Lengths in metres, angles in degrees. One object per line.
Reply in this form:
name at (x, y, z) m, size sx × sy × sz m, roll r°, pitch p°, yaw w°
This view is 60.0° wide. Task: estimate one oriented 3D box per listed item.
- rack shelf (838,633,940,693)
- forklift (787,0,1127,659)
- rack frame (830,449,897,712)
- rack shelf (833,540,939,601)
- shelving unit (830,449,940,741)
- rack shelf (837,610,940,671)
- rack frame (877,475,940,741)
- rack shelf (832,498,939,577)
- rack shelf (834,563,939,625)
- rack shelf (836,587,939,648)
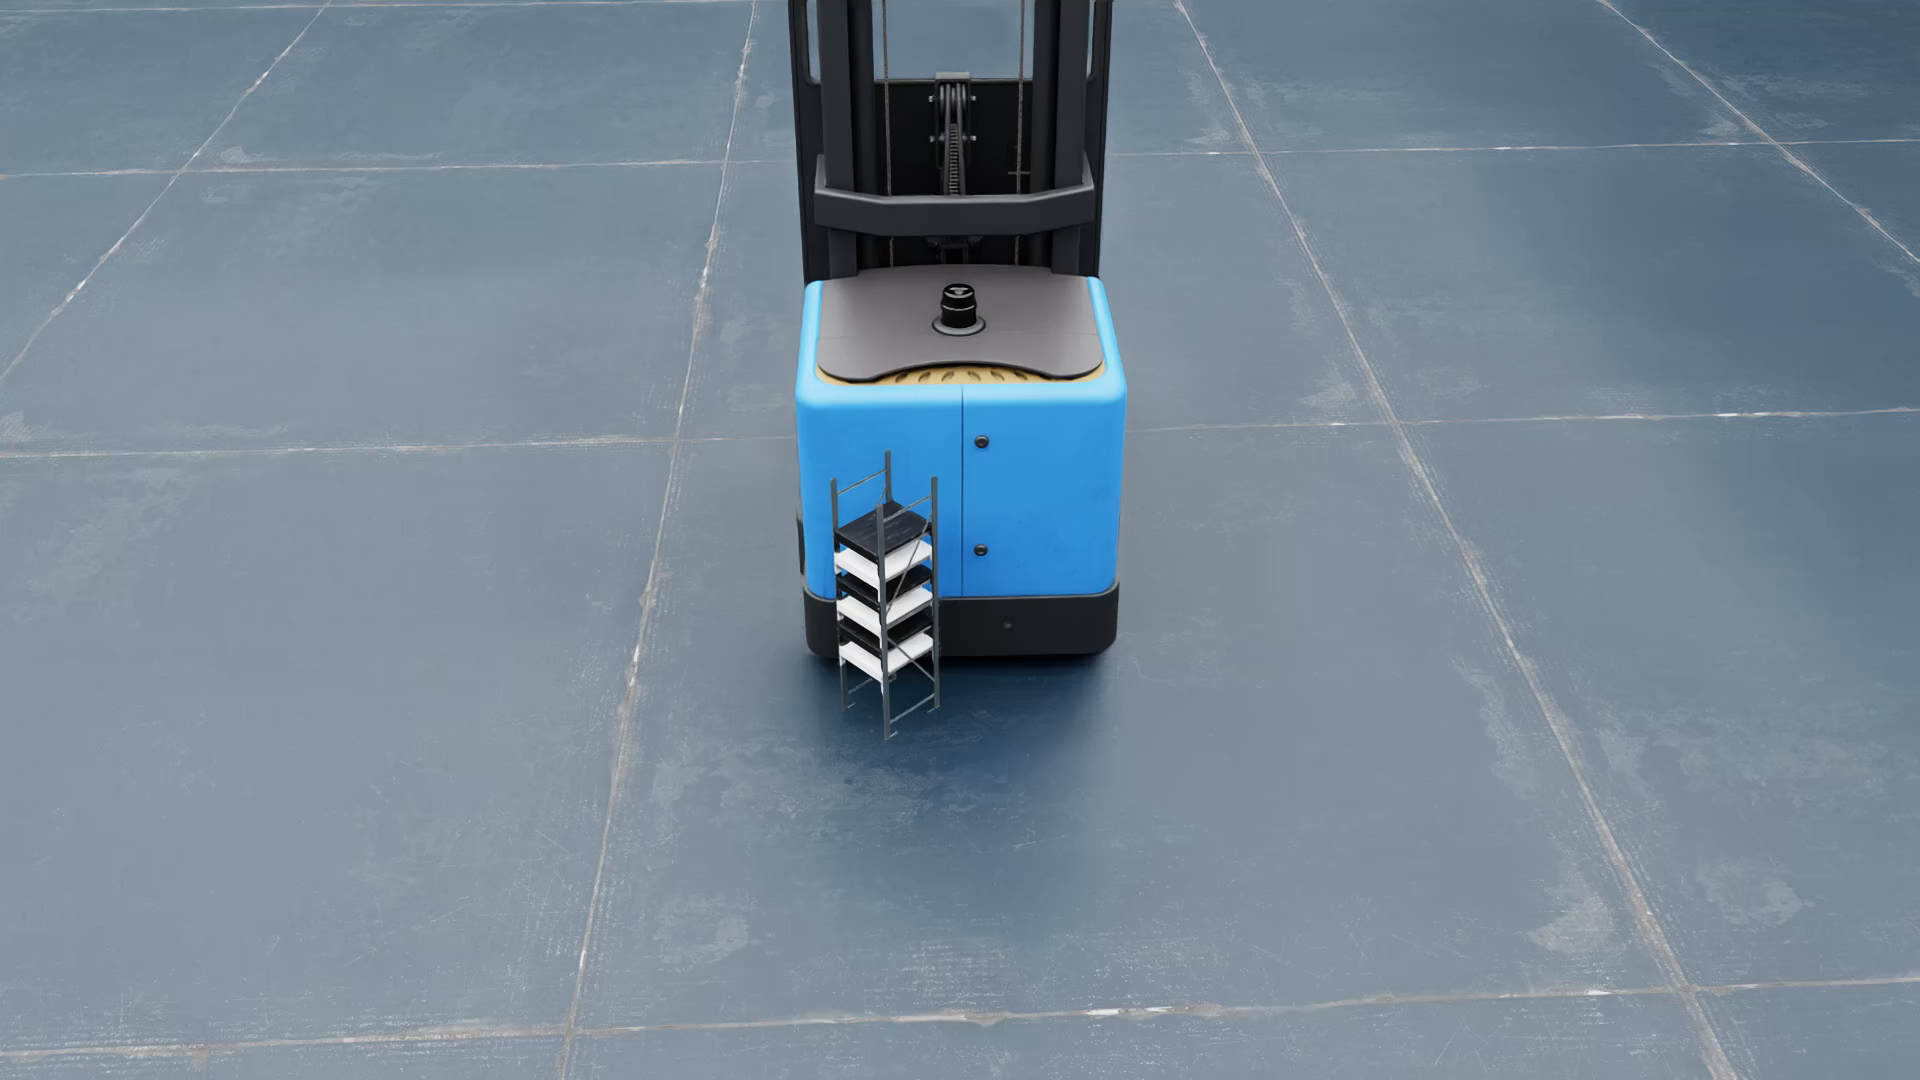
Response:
rack shelf at (-0.226, 0.360, 5.315) m, size 0.258 × 0.077 × 0.200 m, roll -30°, pitch 44°, yaw -35°
forklift at (-0.041, -1.618, 6.012) m, size 1.130 × 2.935 × 3.031 m, roll -1°, pitch 35°, yaw -2°
rack frame at (-0.298, 0.143, 5.252) m, size 0.240 × 0.900 × 0.006 m, roll -30°, pitch 44°, yaw -35°
rack shelf at (-0.226, 0.064, 5.110) m, size 0.258 × 0.077 × 0.200 m, roll -30°, pitch 44°, yaw -35°
shelving unit at (-0.226, 0.184, 5.193) m, size 0.258 × 0.900 × 0.210 m, roll -30°, pitch 44°, yaw -35°
rack shelf at (-0.226, 0.286, 5.263) m, size 0.258 × 0.077 × 0.200 m, roll -30°, pitch 44°, yaw -35°
rack frame at (-0.154, 0.225, 5.134) m, size 0.240 × 0.900 × 0.006 m, roll -30°, pitch 44°, yaw -35°
rack shelf at (-0.226, -0.010, 5.058) m, size 0.258 × 0.077 × 0.200 m, roll -30°, pitch 44°, yaw -35°
rack shelf at (-0.226, 0.138, 5.161) m, size 0.258 × 0.077 × 0.200 m, roll -30°, pitch 44°, yaw -35°
rack shelf at (-0.226, 0.212, 5.212) m, size 0.258 × 0.077 × 0.200 m, roll -30°, pitch 44°, yaw -35°
